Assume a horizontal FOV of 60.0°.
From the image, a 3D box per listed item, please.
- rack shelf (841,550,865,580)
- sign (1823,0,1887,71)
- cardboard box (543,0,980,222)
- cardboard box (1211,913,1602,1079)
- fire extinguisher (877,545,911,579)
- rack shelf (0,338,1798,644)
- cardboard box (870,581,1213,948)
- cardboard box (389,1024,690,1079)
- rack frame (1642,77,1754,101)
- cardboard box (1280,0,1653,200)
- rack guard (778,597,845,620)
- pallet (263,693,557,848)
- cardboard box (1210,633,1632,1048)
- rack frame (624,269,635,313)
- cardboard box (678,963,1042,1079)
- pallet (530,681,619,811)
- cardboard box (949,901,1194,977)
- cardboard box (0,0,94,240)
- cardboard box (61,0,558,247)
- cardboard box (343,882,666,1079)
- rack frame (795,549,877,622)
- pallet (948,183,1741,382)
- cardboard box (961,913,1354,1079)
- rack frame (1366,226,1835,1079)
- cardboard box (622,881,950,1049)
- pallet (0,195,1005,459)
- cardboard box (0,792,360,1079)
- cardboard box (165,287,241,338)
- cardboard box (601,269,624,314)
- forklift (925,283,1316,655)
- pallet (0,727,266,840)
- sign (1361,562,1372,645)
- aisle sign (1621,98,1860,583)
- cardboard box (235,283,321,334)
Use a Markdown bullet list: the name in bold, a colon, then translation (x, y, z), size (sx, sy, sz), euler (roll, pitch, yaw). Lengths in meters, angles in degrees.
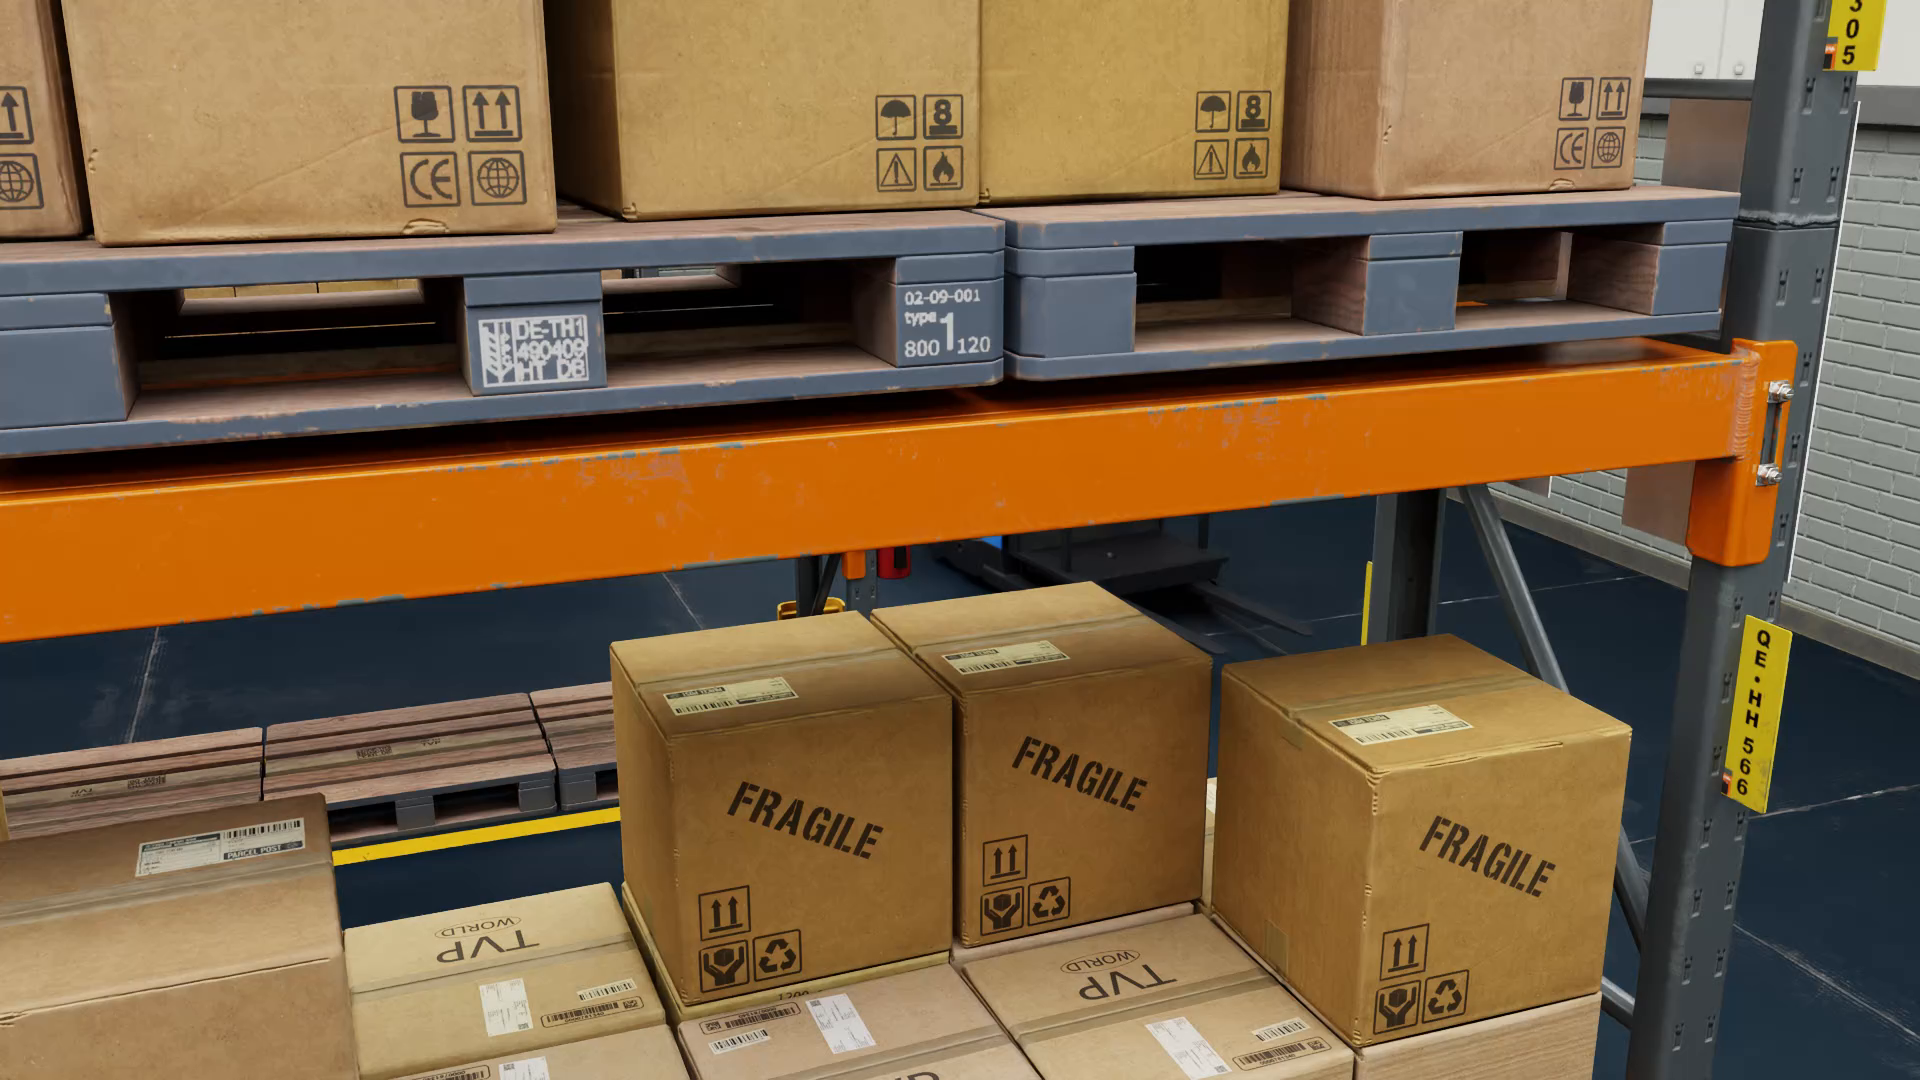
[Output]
- **rack shelf**: translation (-2.484, 0.062, 7.340), size (4.000, 0.370, 1.077), euler (-6, 17, -20)
- **sign**: translation (1.337, -0.863, 2.460), size (0.005, 0.325, 0.100), euler (-6, 17, -20)
- **cardboard box**: translation (-0.345, -0.762, 2.445), size (0.500, 0.500, 0.700), euler (-7, 18, -24)
- **cardboard box**: translation (0.798, 0.866, 3.062), size (0.500, 0.250, 0.500), euler (-6, 18, -21)
- **fire extinguisher**: translation (-0.313, -0.164, 7.633), size (0.183, 0.674, 0.296), euler (-6, 17, -20)
- **rack shelf**: translation (-0.712, -0.074, 2.479), size (4.000, 0.370, 1.077), euler (-6, 17, -20)
- **cardboard box**: translation (0.144, 0.416, 3.266), size (0.500, 0.500, 0.500), euler (-7, 18, -21)
- **cardboard box**: translation (-0.636, 1.022, 2.531), size (0.500, 0.250, 0.500), euler (-6, 17, -20)
- **rack frame**: translation (1.157, -2.059, 2.639), size (0.053, 2.616, 0.949), euler (-6, 17, -20)
- **cardboard box**: translation (0.690, -0.852, 2.751), size (0.500, 0.500, 0.700), euler (-7, 18, -23)
- **rack guard**: translation (-0.599, 0.709, 8.297), size (0.348, 0.500, 1.175), euler (-6, 17, -20)
- **pallet**: translation (-2.538, 1.048, 7.654), size (1.213, 0.211, 1.003), euler (-6, 17, -20)
- **cardboard box**: translation (0.795, 0.506, 2.958), size (0.500, 0.500, 0.500), euler (-6, 17, -19)
- **rack frame**: translation (-2.387, -1.789, 12.367), size (0.053, 2.616, 0.949), euler (-6, 17, -20)
- **cardboard box**: translation (-0.151, 0.969, 2.714), size (0.500, 0.250, 0.500), euler (-7, 18, -22)
- **pallet**: translation (-1.400, 0.926, 8.069), size (1.213, 0.211, 1.003), euler (-6, 17, -20)
- **cardboard box**: translation (0.128, 0.779, 3.359), size (0.500, 0.250, 0.500), euler (-6, 18, -21)
- **cardboard box**: translation (-1.366, -0.663, 2.107), size (0.500, 0.500, 0.700), euler (-5, 17, -17)
- **cardboard box**: translation (-0.827, -0.678, 2.159), size (0.500, 0.500, 0.700), euler (-5, 17, -18)
- **cardboard box**: translation (-0.828, 0.883, 3.006), size (0.500, 0.250, 0.500), euler (-7, 18, -21)
- **rack frame**: translation (-0.616, -0.485, 7.925), size (0.127, 3.000, 1.000), euler (-6, 17, -20)
- **pallet**: translation (0.467, -0.501, 2.813), size (1.213, 0.211, 1.003), euler (-6, 17, -20)
- **cardboard box**: translation (0.324, 0.917, 2.889), size (0.500, 0.250, 0.500), euler (-6, 18, -21)
- **rack frame**: translation (1.156, 0.819, 3.487), size (0.127, 3.000, 1.000), euler (-6, 17, -20)
- **cardboard box**: translation (-0.342, 0.829, 3.190), size (0.500, 0.250, 0.500), euler (-7, 18, -22)
- **pallet**: translation (-0.674, -0.377, 2.391), size (1.213, 0.211, 1.003), euler (-6, 17, -20)
- **cardboard box**: translation (-1.094, 0.709, 2.268), size (0.500, 0.500, 0.500), euler (-7, 18, -22)
- **cardboard box**: translation (-3.982, -1.663, 11.761), size (3.026, 0.500, 1.079), euler (-6, 17, -19)
- **cardboard box**: translation (-2.706, -1.719, 11.952), size (0.500, 0.500, 0.500), euler (-6, 17, -18)
- **forklift**: translation (0.920, -1.009, 9.834), size (1.130, 2.935, 3.031), euler (-9, 19, -28)
- **pallet**: translation (-3.679, 1.172, 7.232), size (1.213, 0.211, 1.003), euler (-6, 17, -20)
- **sign**: translation (0.963, 0.219, 3.853), size (0.005, 0.325, 0.100), euler (-6, 17, -20)
- **aisle sign**: translation (1.330, -0.357, 2.877), size (0.004, 0.787, 0.394), euler (-6, 17, -20)
- **cardboard box**: translation (-4.602, -1.515, 11.256), size (0.500, 0.500, 0.500), euler (-6, 17, -20)
